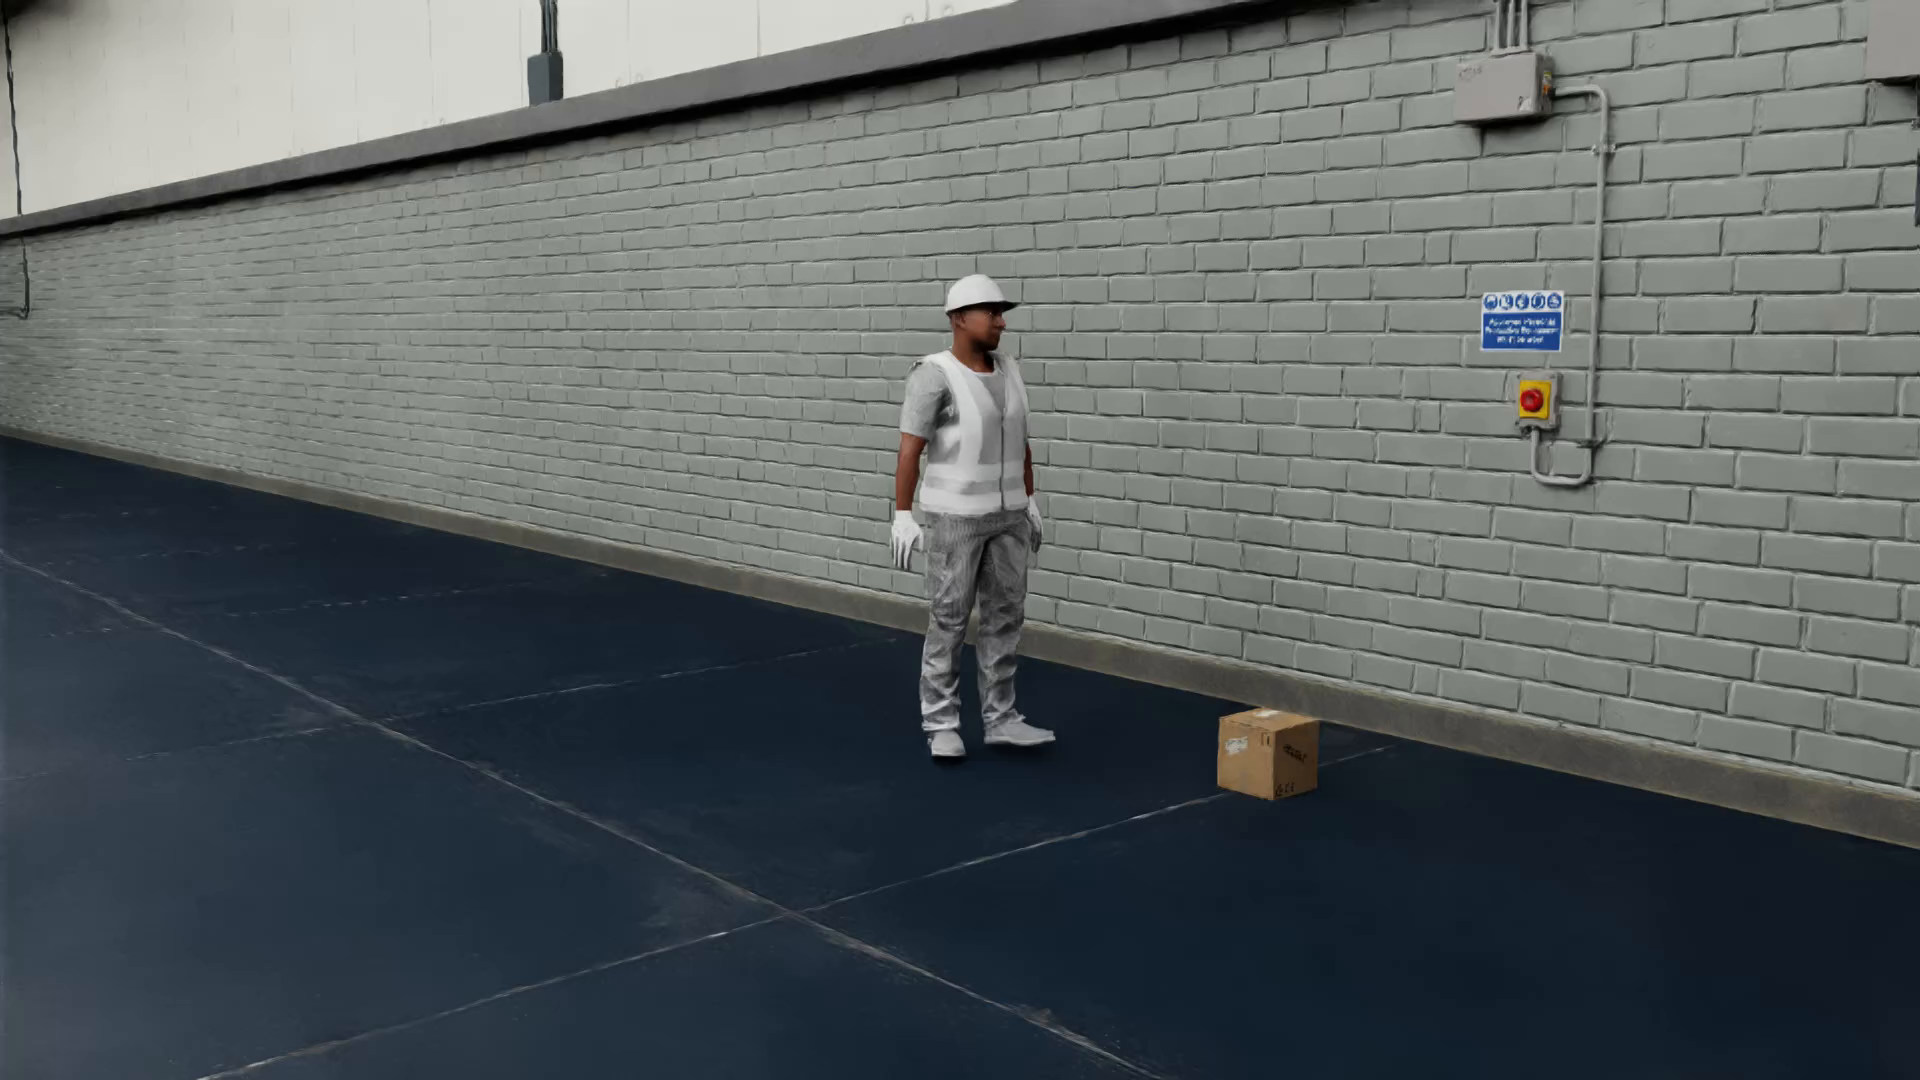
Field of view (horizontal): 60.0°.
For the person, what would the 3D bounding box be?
[{"bbox_3d":[0.069,-0.086,6.194,0.671,1.791,0.453,-6,10,-40],"label":"person"}]
